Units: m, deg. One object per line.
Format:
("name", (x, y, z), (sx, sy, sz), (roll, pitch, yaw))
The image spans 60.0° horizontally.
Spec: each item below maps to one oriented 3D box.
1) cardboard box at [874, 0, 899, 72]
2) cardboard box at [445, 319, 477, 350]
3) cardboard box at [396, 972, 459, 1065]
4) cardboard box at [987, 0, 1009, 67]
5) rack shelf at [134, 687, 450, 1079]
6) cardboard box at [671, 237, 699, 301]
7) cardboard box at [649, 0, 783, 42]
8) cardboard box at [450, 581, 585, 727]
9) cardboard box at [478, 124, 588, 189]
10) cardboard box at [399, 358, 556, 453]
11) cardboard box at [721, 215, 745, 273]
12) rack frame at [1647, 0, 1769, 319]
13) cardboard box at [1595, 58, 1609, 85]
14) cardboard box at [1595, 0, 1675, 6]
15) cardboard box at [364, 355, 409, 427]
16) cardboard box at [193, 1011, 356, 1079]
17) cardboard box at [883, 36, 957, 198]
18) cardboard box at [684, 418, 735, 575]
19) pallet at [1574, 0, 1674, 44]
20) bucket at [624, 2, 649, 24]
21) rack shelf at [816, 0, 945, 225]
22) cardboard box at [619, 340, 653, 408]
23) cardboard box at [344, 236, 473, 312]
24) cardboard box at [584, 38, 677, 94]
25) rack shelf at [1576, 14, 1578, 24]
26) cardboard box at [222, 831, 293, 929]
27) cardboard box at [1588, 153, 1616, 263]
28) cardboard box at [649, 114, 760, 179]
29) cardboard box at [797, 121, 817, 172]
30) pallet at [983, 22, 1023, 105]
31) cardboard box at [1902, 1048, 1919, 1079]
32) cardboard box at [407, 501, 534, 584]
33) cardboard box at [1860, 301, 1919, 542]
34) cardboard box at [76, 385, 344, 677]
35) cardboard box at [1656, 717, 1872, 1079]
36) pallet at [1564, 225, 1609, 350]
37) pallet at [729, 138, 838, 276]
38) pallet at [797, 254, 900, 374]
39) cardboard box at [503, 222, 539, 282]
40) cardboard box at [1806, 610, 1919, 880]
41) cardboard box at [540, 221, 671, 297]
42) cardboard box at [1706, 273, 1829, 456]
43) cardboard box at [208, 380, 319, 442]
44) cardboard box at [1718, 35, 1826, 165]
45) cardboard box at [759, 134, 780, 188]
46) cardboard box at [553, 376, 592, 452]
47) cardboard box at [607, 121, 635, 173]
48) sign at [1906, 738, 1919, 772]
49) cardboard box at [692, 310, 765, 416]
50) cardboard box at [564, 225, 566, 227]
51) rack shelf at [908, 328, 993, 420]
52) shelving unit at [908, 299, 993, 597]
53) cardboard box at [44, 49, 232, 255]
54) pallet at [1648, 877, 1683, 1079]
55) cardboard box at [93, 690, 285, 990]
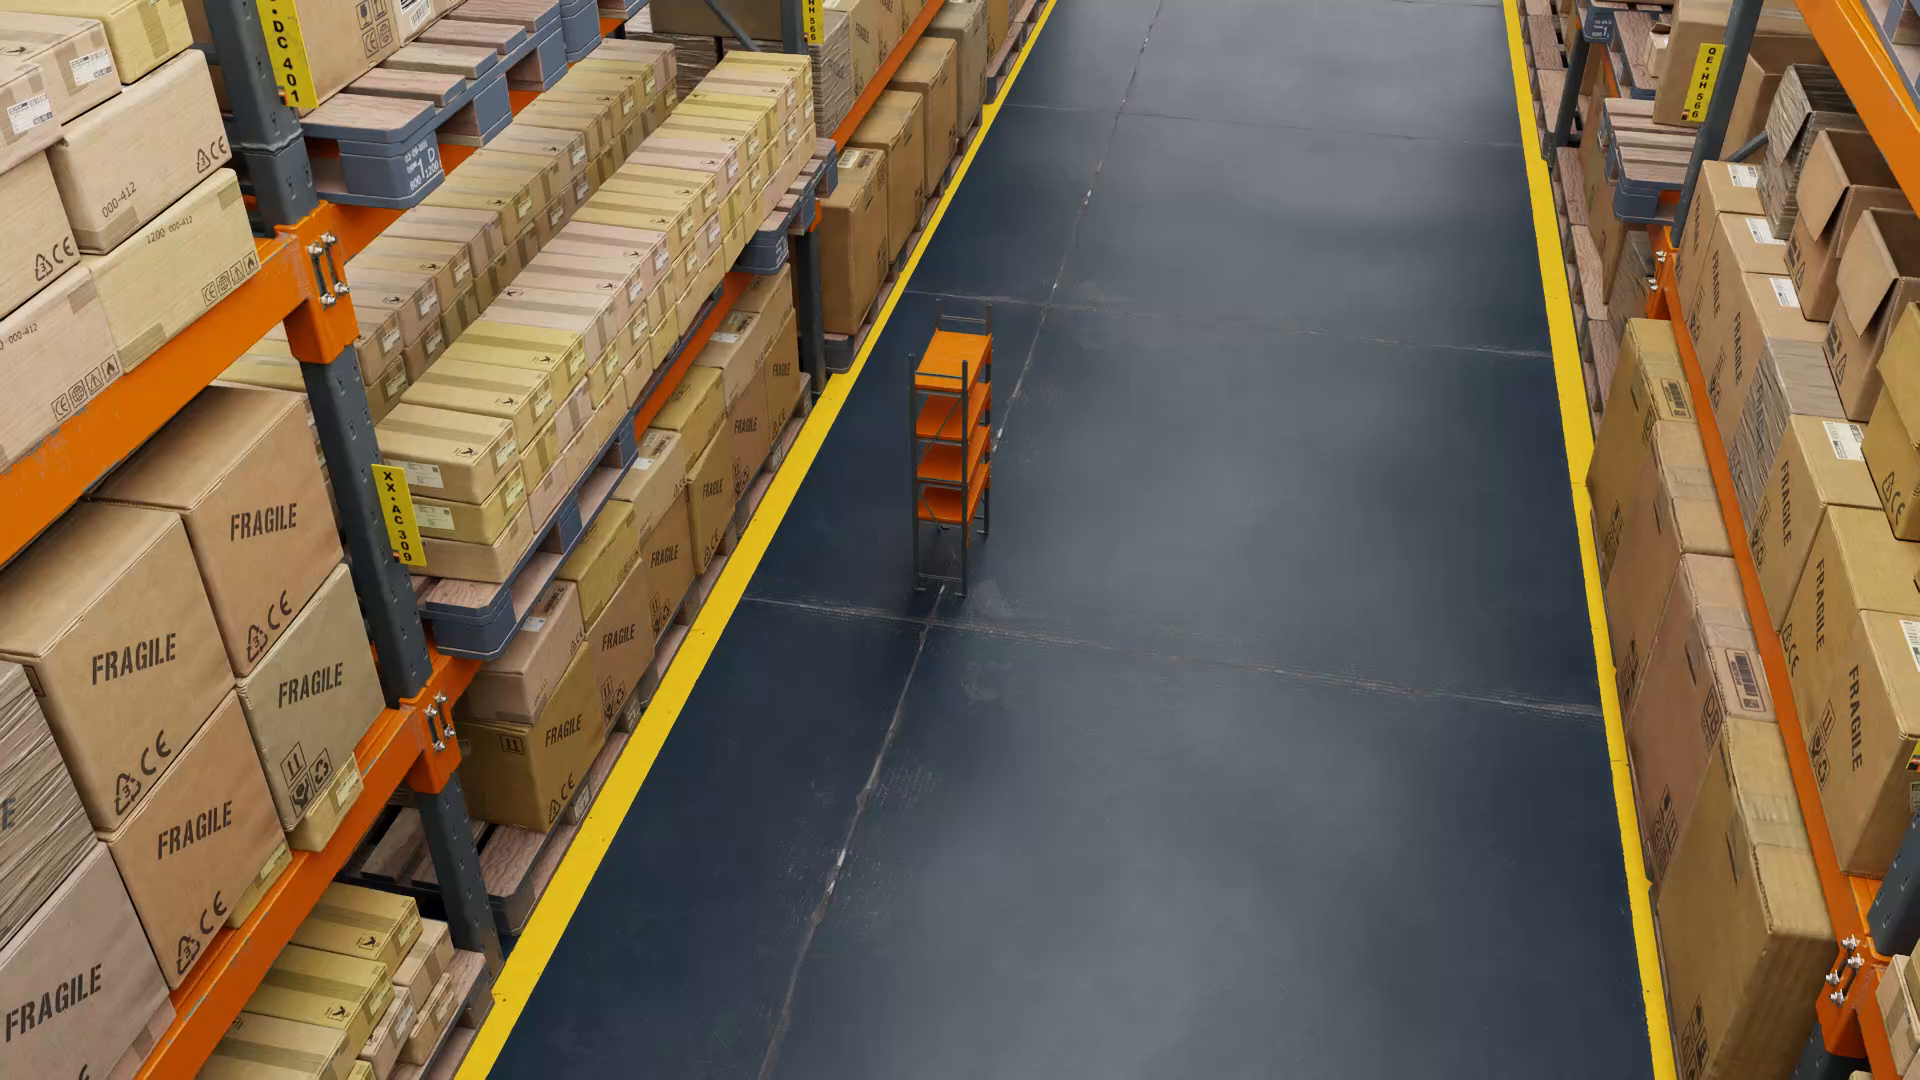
("cardboard box", (-0.640, -2.916, 9.133), (0.500, 0.500, 0.500), (7, 37, 10))
("cardboard box", (-1.958, -0.695, 6.009), (0.380, 0.149, 0.250), (6, 36, 8))
("cardboard box", (-1.818, 1.473, 5.232), (0.380, 0.149, 0.250), (8, 37, 11))
("cardboard box", (-0.156, -4.026, 12.202), (0.875, 0.875, 0.875), (8, 37, 11))
("rack shelf", (-2.495, 1.660, 3.517), (1.077, 0.370, 4.000), (7, 37, 10))
("cardboard box", (-1.202, -1.032, 6.221), (0.380, 0.149, 0.250), (7, 36, 9))
("cardboard box", (-1.108, -2.773, 8.083), (0.700, 0.500, 0.500), (7, 37, 10))
("cardboard box", (-1.652, 0.370, 5.817), (0.500, 0.250, 0.500), (6, 36, 8))
("cardboard box", (-1.726, -1.538, 6.666), (0.380, 0.149, 0.250), (9, 37, 12))
("cardboard box", (-1.481, -0.416, 5.118), (0.380, 0.149, 0.250), (8, 37, 11))
("cardboard box", (-1.092, -1.213, 6.724), (0.380, 0.149, 0.250), (6, 36, 8))
("rack frame", (3.611, -1.392, 7.114), (1.000, 3.000, 0.127), (7, 37, 10))
("cardboard box", (4.590, -3.067, 11.198), (0.500, 0.500, 0.500), (6, 36, 9))
("cardboard box", (4.159, -3.660, 9.375), (1.000, 1.000, 1.000), (8, 37, 10))
("cardboard box", (-2.065, -0.513, 5.505), (0.380, 0.149, 0.250), (9, 37, 12))
("cardboard box", (-1.951, 1.497, 4.693), (0.380, 0.149, 0.250), (7, 37, 10))
("cardboard box", (-0.613, -2.704, 10.484), (1.050, 0.750, 0.750), (7, 37, 10))
("cardboard box", (-1.310, -0.217, 7.266), (0.500, 0.500, 0.500), (6, 36, 8))
("pallet", (4.160, -3.187, 9.755), (1.003, 0.211, 1.213), (7, 37, 10))
("bucket", (-2.582, -4.022, 12.237), (0.726, 0.611, 0.620), (20, 51, 26))
("rack shelf", (-0.786, -2.927, 9.845), (1.077, 0.370, 4.000), (7, 37, 10))
("cardboard box", (-1.315, -0.607, 5.888), (0.380, 0.149, 0.250), (6, 36, 8))
("cardboard box", (-1.947, -0.935, 5.834), (0.380, 0.149, 0.250), (6, 36, 8))
("cardboard box", (-1.502, -2.138, 7.493), (0.380, 0.149, 0.250), (7, 37, 10))
("rack shelf", (4.892, -4.540, 12.072), (1.077, 0.370, 4.000), (7, 37, 10))
("cardboard box", (-1.964, 0.824, 4.272), (0.380, 0.149, 0.250), (9, 37, 12))
("cardboard box", (4.074, -1.910, 9.584), (0.700, 0.500, 0.500), (4, 36, 6))
("cardboard box", (-1.035, -1.595, 6.744), (0.380, 0.149, 0.250), (8, 37, 11))
("cardboard box", (-0.870, -1.799, 7.533), (0.380, 0.149, 0.250), (8, 37, 11))
("pallet", (-0.120, -3.662, 12.623), (1.003, 0.211, 1.213), (7, 37, 10))
("cardboard box", (2.312, 1.282, 3.640), (0.380, 0.149, 0.250), (6, 36, 8))
("cardboard box", (-1.534, -0.015, 5.071), (0.380, 0.149, 0.250), (6, 36, 8))
("cardboard box", (3.043, -0.305, 4.674), (0.797, 0.503, 0.637), (8, 37, 10))
("cardboard box", (-1.904, -0.041, 4.059), (0.500, 0.500, 0.500), (6, 36, 8))
("cardboard box", (2.874, 1.222, 4.960), (1.225, 0.875, 0.875), (7, 37, 10))
("pallet", (4.042, -1.408, 9.513), (1.003, 0.211, 1.213), (7, 37, 10))
("pallet", (-1.261, -1.572, 7.526), (1.213, 0.211, 1.003), (7, 37, 10))
("pallet", (-0.971, -1.385, 9.481), (1.003, 0.211, 1.213), (7, 37, 10))
("cardboard box", (-1.840, -1.115, 6.335), (0.380, 0.149, 0.250), (9, 37, 12))
("cardboard box", (2.589, 0.558, 4.338), (0.500, 0.500, 0.500), (7, 37, 10))
("cardboard box", (-1.259, -0.997, 5.919), (0.380, 0.149, 0.250), (9, 37, 12))
("cardboard box", (3.027, -0.598, 5.933), (0.500, 0.500, 0.500), (7, 36, 9))
("cardboard box", (-2.173, -0.342, 5.015), (0.380, 0.149, 0.250), (9, 37, 12))
("cardboard box", (3.687, -1.917, 7.396), (0.500, 0.500, 0.500), (3, 36, 4))
("cardboard box", (-0.983, -1.616, 7.026), (0.380, 0.149, 0.250), (8, 37, 11))
("cardboard box", (-1.426, -0.432, 5.393), (0.380, 0.149, 0.250), (8, 37, 11))
("cardboard box", (-1.622, -1.699, 7.141), (0.380, 0.149, 0.250), (6, 36, 9))
("sign", (2.224, 0.402, 3.720), (0.100, 0.325, 0.005), (7, 37, 10))
("cardboard box", (-1.200, -0.817, 7.455), (0.500, 0.250, 0.500), (8, 37, 11))
("cardboard box", (-1.731, -1.292, 6.833), (0.380, 0.149, 0.250), (8, 37, 11))
("rack shelf", (-0.035, -0.709, 7.036), (0.258, 0.148, 0.480), (7, 37, 10))
("shelving unit", (-0.035, -0.391, 7.267), (0.258, 1.200, 0.503), (7, 37, 10))
("cardboard box", (-1.918, -0.838, 3.496), (0.500, 0.250, 0.500), (6, 36, 8))
("pallet", (2.848, 1.579, 5.392), (1.003, 0.211, 1.213), (7, 37, 10))
("cardboard box", (-2.007, 0.671, 3.929), (0.500, 0.500, 0.500), (6, 36, 9))
